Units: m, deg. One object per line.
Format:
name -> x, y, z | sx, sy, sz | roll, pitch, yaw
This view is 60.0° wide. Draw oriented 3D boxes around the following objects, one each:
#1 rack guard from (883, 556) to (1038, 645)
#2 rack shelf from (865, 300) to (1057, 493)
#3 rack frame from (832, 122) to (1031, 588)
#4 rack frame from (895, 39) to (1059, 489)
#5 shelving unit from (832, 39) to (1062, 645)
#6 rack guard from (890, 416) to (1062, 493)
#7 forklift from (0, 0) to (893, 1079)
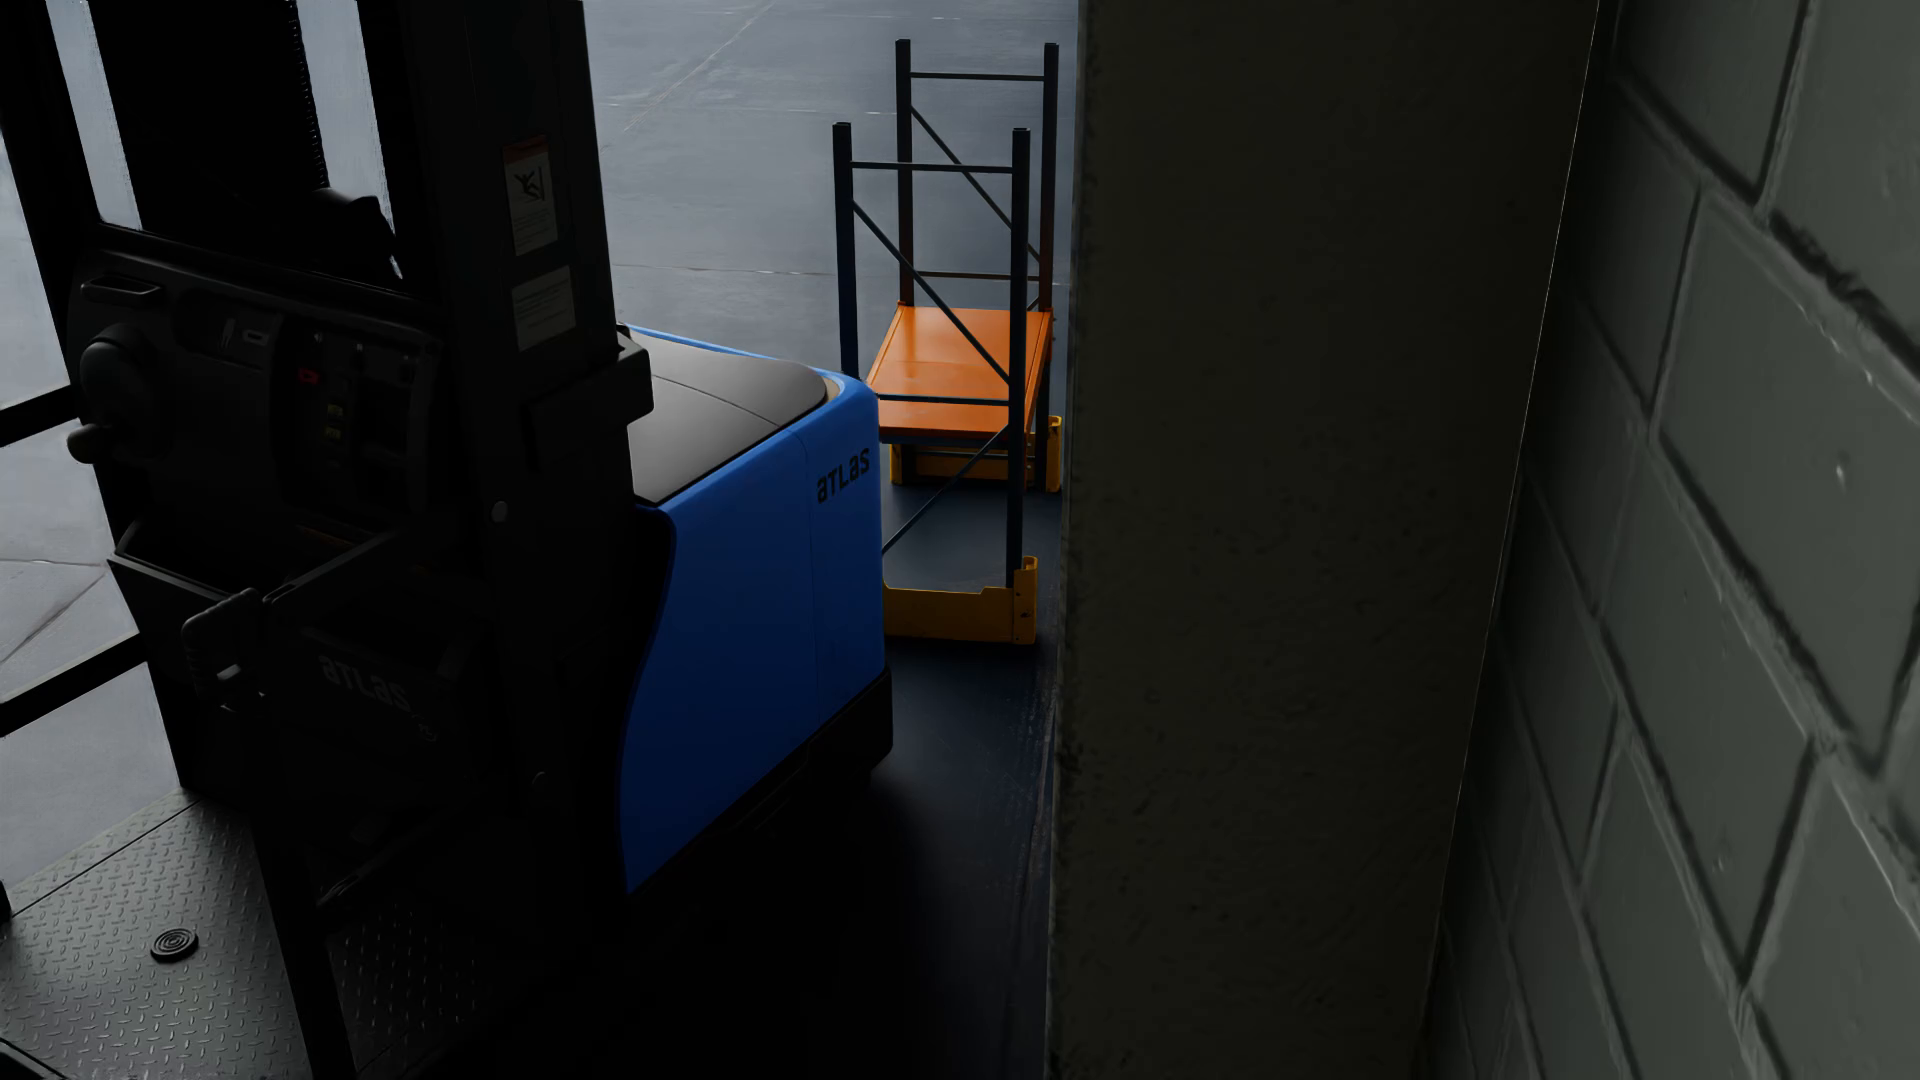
rack guard -> -0.070, 0.160, 4.853 | 0.587, 0.250, 0.087 | 3, 28, 6
rack shelf -> -0.010, -0.462, 5.069 | 0.538, 0.185, 1.000 | 3, 28, 6
rack frame -> -0.073, -0.381, 4.540 | 0.500, 1.500, 0.032 | 3, 28, 6
rack frame -> 0.052, -0.859, 5.428 | 0.500, 1.500, 0.032 | 3, 28, 6
shelving unit -> -0.009, -0.624, 4.992 | 0.587, 1.500, 1.083 | 3, 28, 6
rack guard -> 0.052, -0.309, 5.724 | 0.587, 0.250, 0.087 | 3, 28, 6
forklift -> -1.349, -0.224, 2.740 | 1.130, 2.935, 3.031 | 15, 32, 26
